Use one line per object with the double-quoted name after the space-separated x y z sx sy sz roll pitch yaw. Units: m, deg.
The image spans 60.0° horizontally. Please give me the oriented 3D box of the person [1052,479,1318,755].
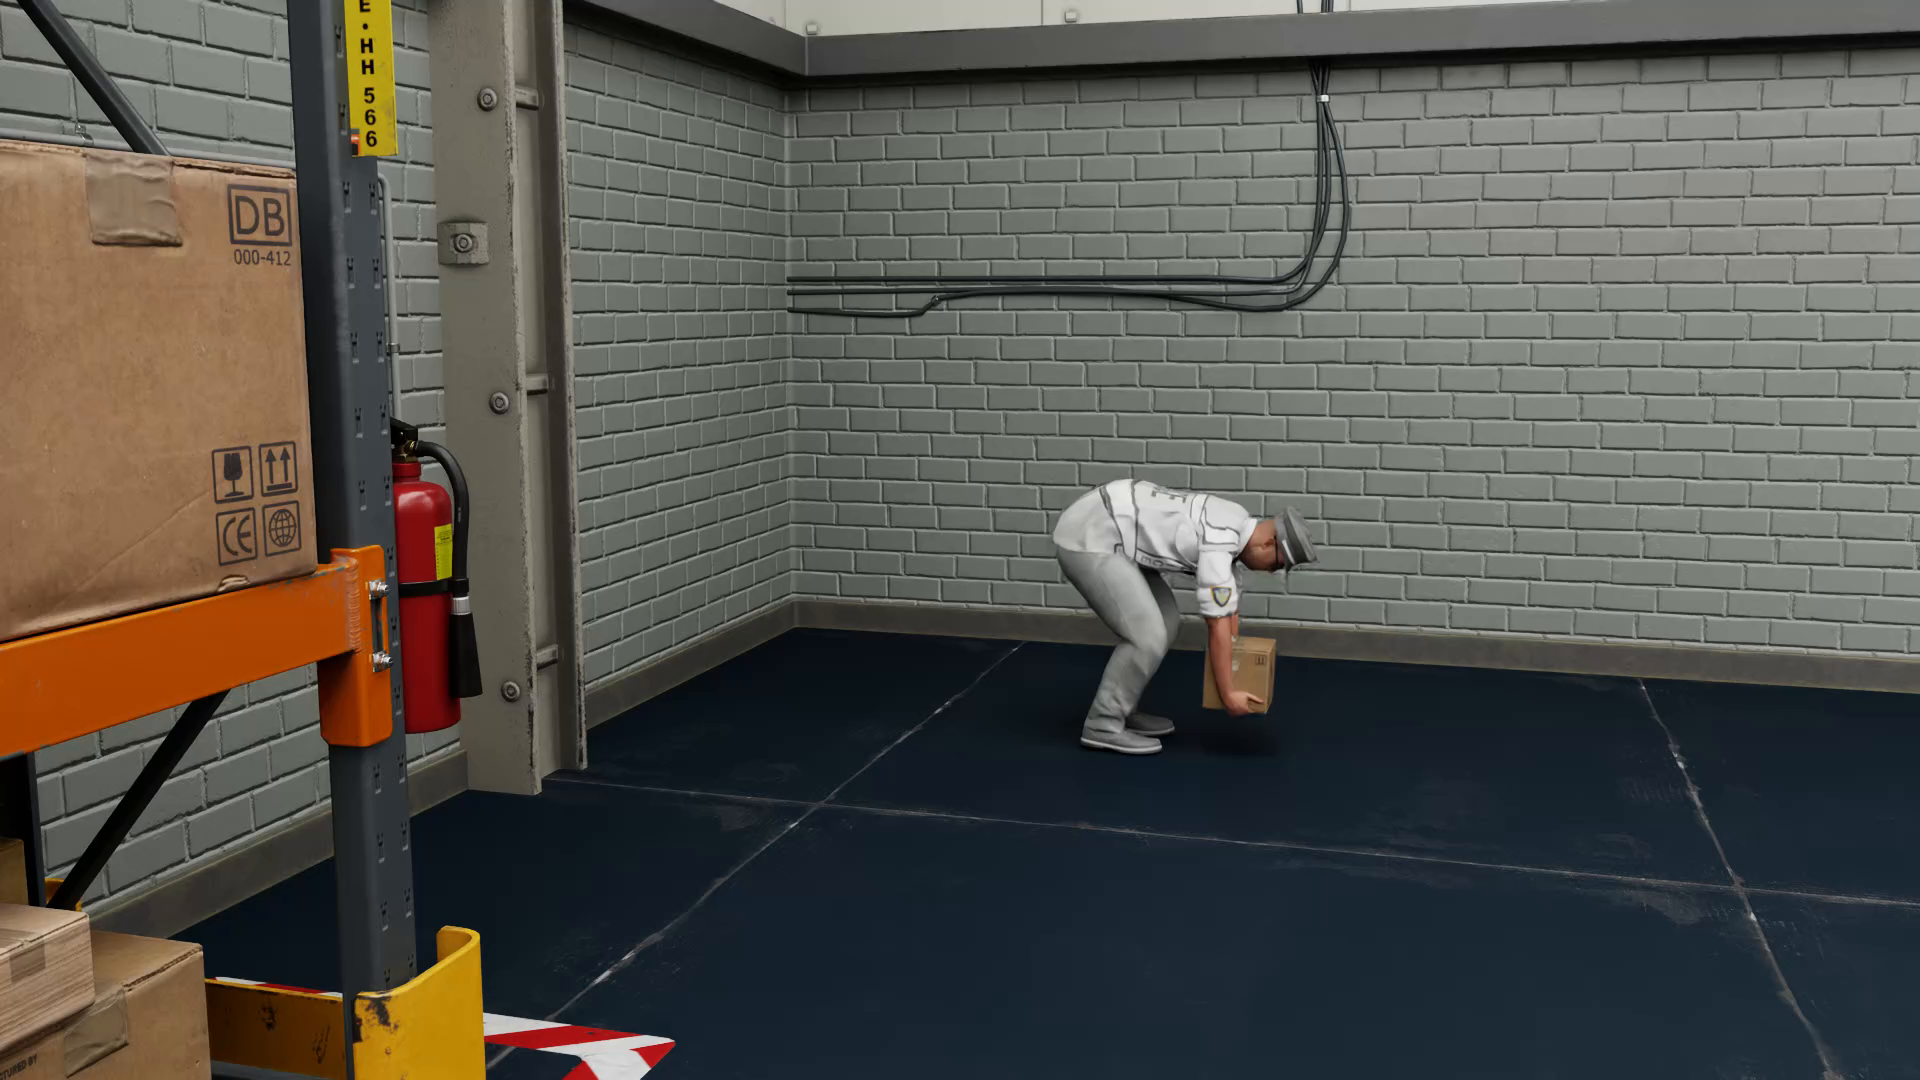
0.888 0.299 6.634 1.042 1.069 0.517 2 9 14 "person"
